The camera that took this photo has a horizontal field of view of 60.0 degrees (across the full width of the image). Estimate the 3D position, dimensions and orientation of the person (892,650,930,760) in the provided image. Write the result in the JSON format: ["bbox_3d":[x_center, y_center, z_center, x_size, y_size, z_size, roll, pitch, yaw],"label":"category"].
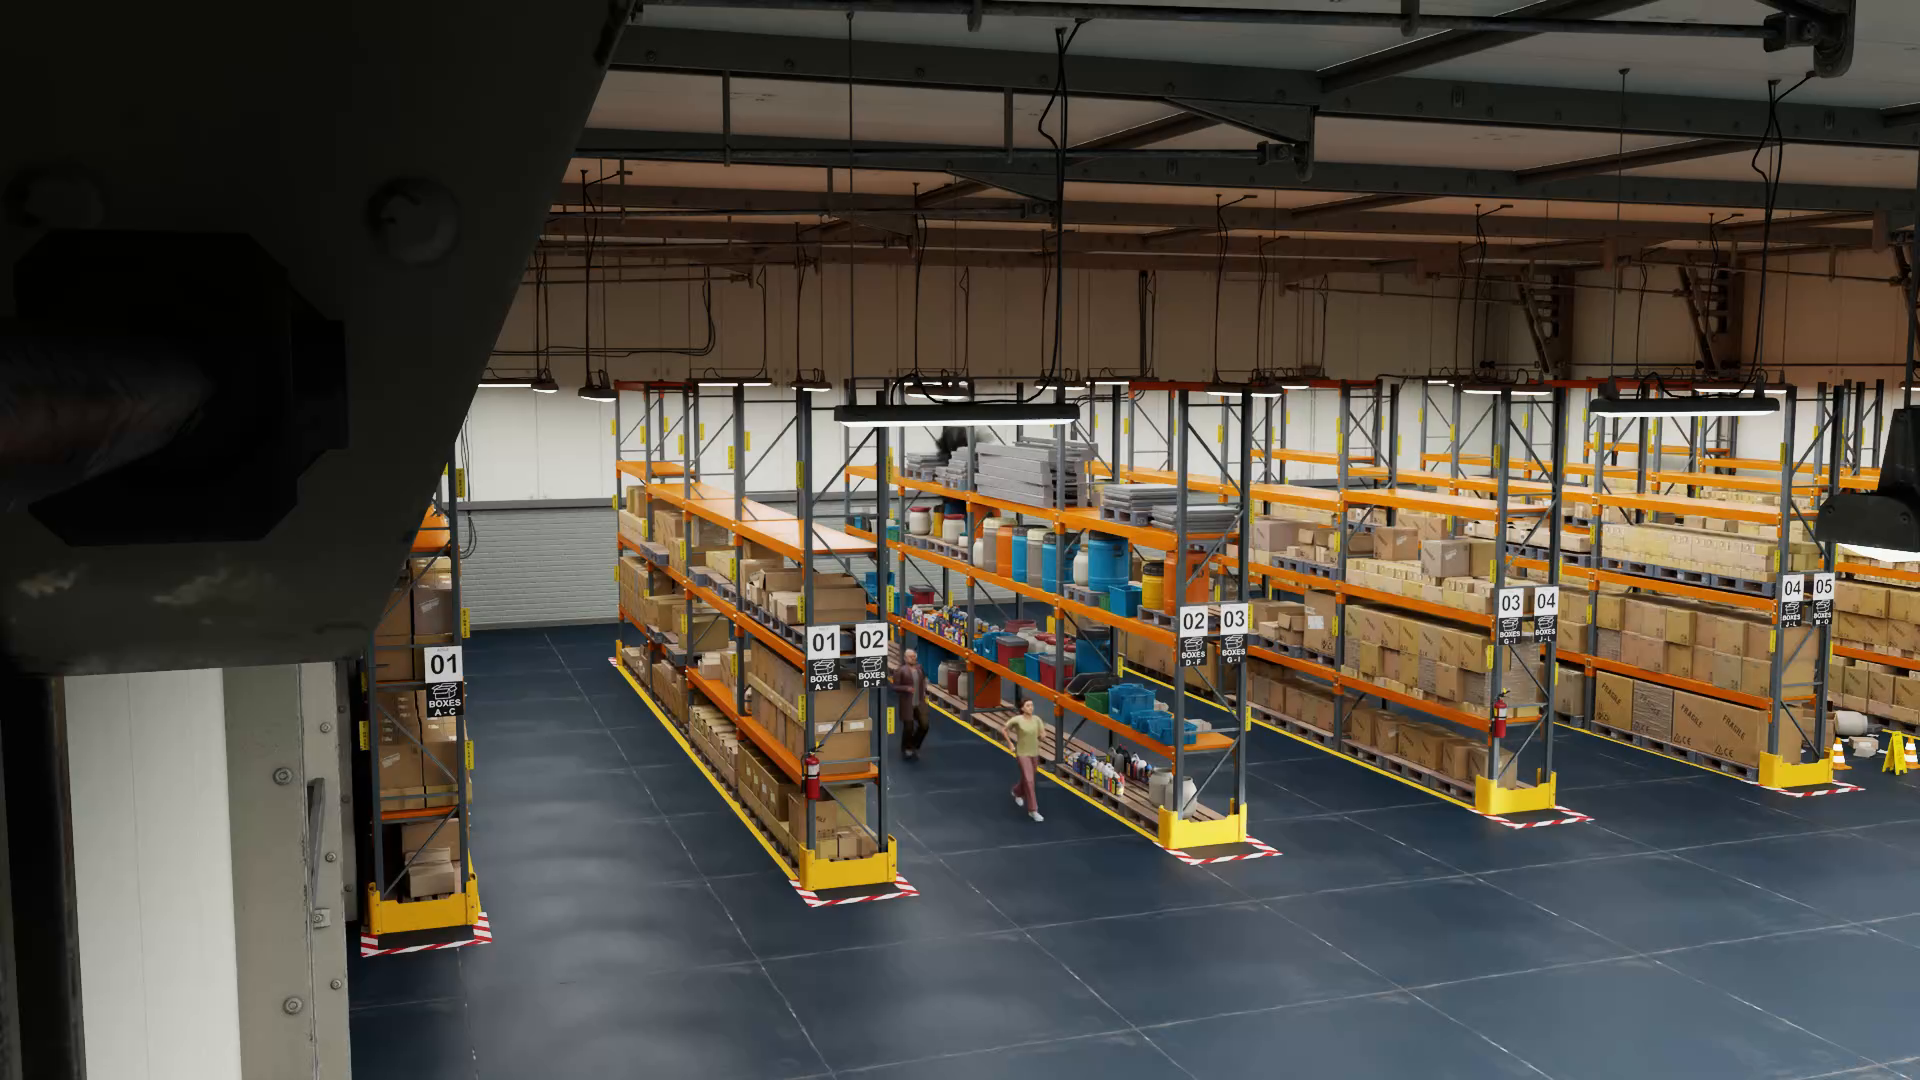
[{"bbox_3d":[-0.746,2.648,26.618,0.688,1.786,0.721,-3,7,-27],"label":"person"}]

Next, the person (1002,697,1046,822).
[{"bbox_3d":[0.943,3.030,23.278,0.573,1.631,0.964,-3,7,-29],"label":"person"}]
